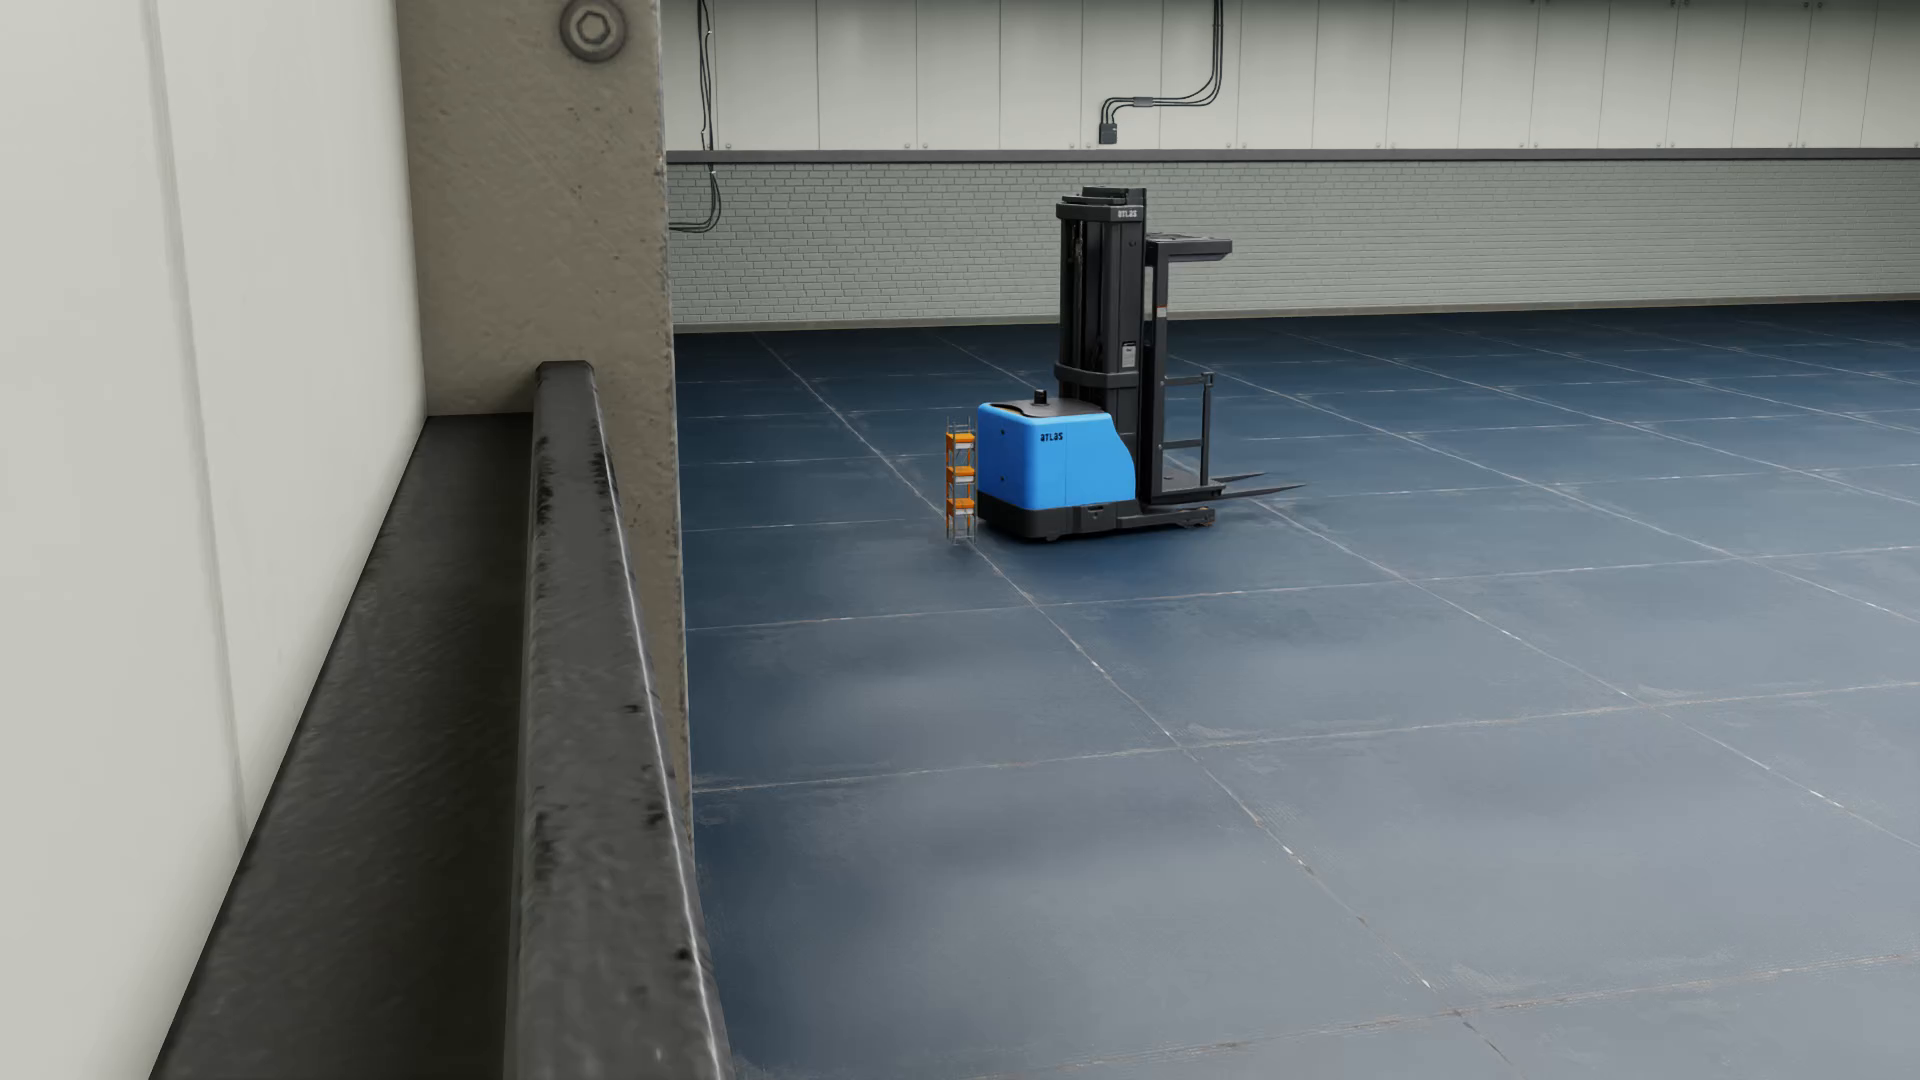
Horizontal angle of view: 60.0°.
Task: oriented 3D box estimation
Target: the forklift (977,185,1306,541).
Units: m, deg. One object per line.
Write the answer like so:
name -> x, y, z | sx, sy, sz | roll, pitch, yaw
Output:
forklift -> 1.694, -1.631, 14.705 | 3.031, 2.935, 1.130 | -7, 15, -25

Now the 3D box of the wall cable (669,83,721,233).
wall cable -> -5.597, -6.407, 28.013 | 3.097, 2.526, 0.112 | -3, 14, -13

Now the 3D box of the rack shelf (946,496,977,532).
rack shelf -> 0.013, -0.217, 14.098 | 0.215, 0.259, 0.240 | -3, 14, -13

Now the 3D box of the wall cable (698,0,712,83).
wall cable -> -2.967, -9.012, 28.030 | 3.097, 2.526, 0.112 | -3, 14, -13

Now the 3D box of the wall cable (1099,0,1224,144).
wall cable -> 3.635, -10.093, 29.391 | 2.305, 6.003, 0.169 | -3, 14, -13

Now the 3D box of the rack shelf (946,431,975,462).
rack shelf -> 0.013, -0.763, 13.965 | 0.215, 0.259, 0.240 | -3, 14, -13

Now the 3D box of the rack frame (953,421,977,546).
rack frame -> 0.041, -0.470, 13.914 | 0.200, 1.050, 0.008 | -3, 14, -13

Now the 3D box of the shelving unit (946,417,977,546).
shelving unit -> 0.013, -0.498, 14.030 | 0.215, 1.050, 0.252 | -3, 14, -13

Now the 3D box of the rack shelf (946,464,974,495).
rack shelf -> 0.013, -0.487, 14.032 | 0.215, 0.259, 0.240 | -3, 14, -13

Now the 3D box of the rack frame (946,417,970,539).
rack frame -> -0.016, -0.526, 14.145 | 0.200, 1.050, 0.008 | -3, 14, -13
